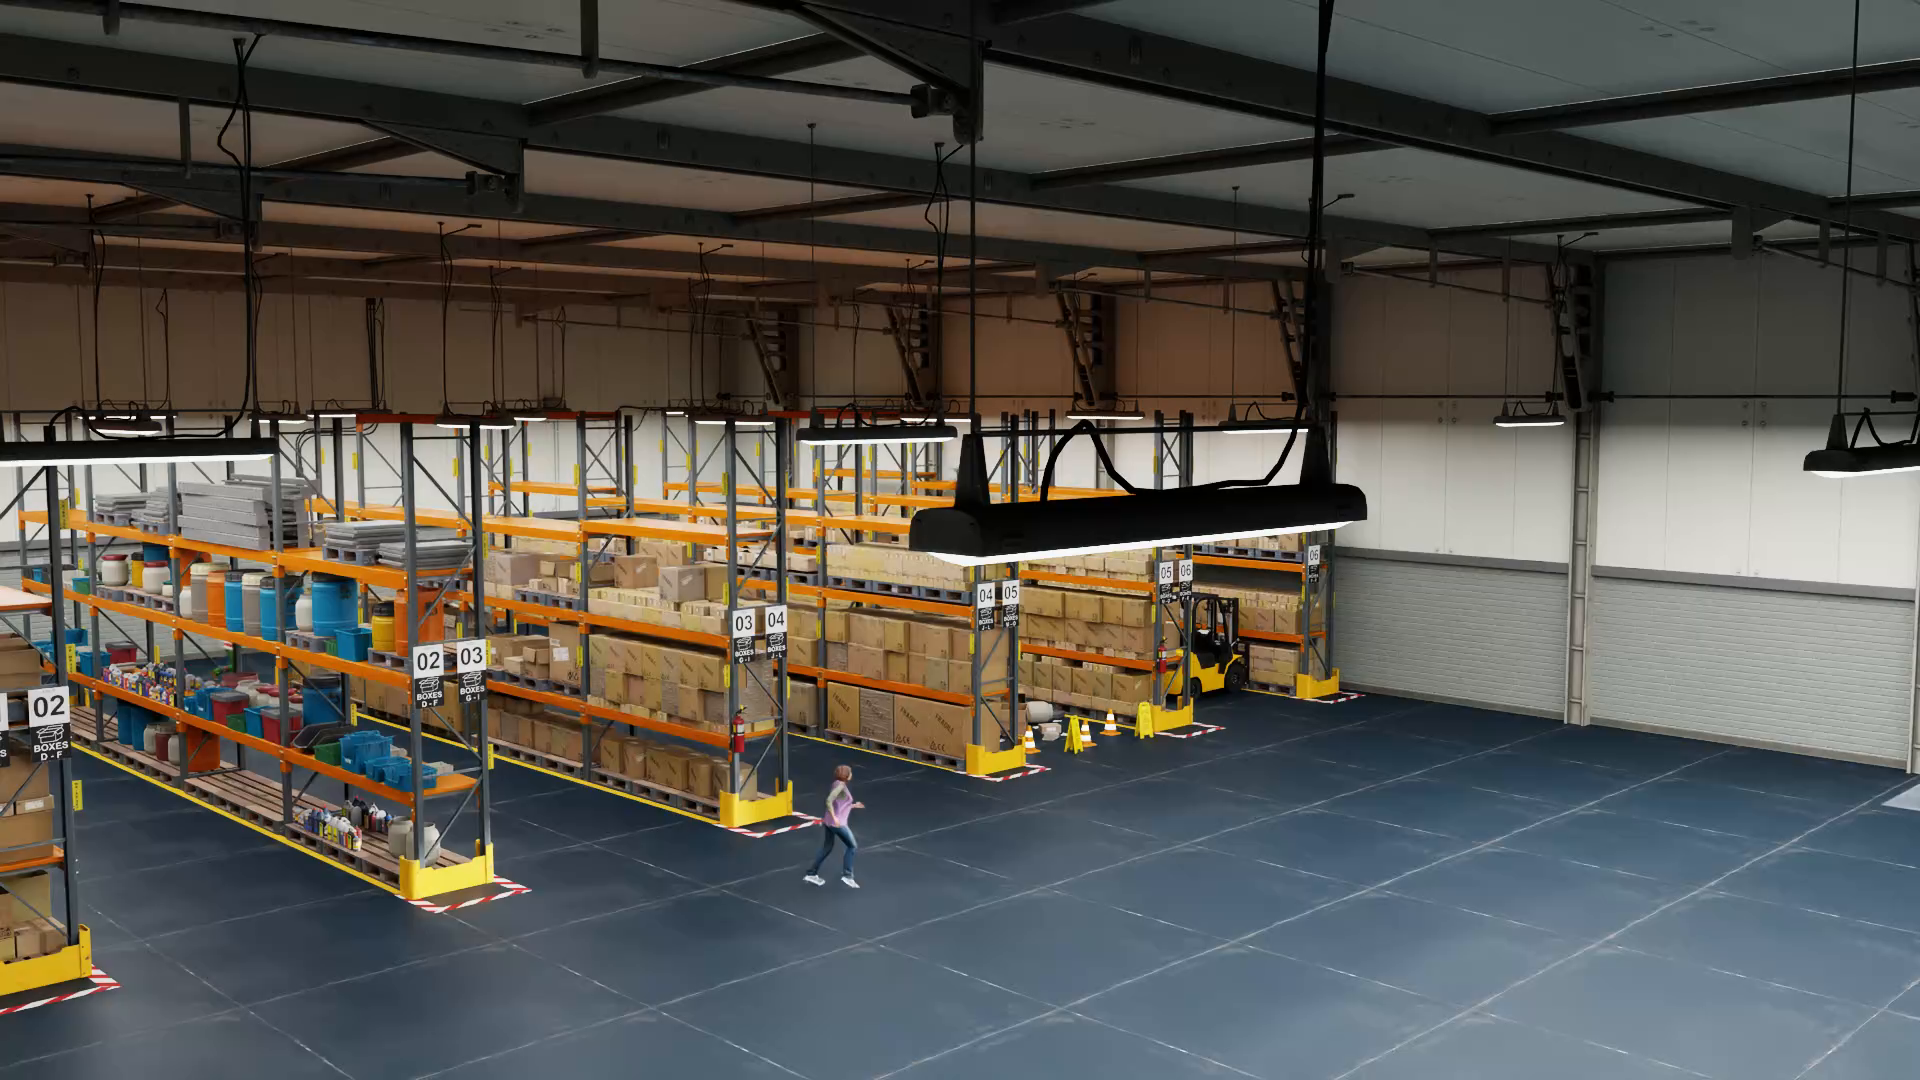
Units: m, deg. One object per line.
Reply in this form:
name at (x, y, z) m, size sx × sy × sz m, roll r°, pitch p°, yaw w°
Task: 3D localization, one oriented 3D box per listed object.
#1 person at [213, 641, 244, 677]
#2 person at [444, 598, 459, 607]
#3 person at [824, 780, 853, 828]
person at (-15.674, 2.350, 35.835) m, size 0.849 × 1.644 × 0.518 m, roll -5°, pitch 7°, yaw -43°
person at (-12.047, 2.081, 39.052) m, size 0.730 × 1.794 × 0.700 m, roll 2°, pitch 5°, yaw 18°
person at (-1.583, 3.386, 21.343) m, size 0.415 × 0.590 × 0.472 m, roll -2°, pitch 5°, yaw -22°
